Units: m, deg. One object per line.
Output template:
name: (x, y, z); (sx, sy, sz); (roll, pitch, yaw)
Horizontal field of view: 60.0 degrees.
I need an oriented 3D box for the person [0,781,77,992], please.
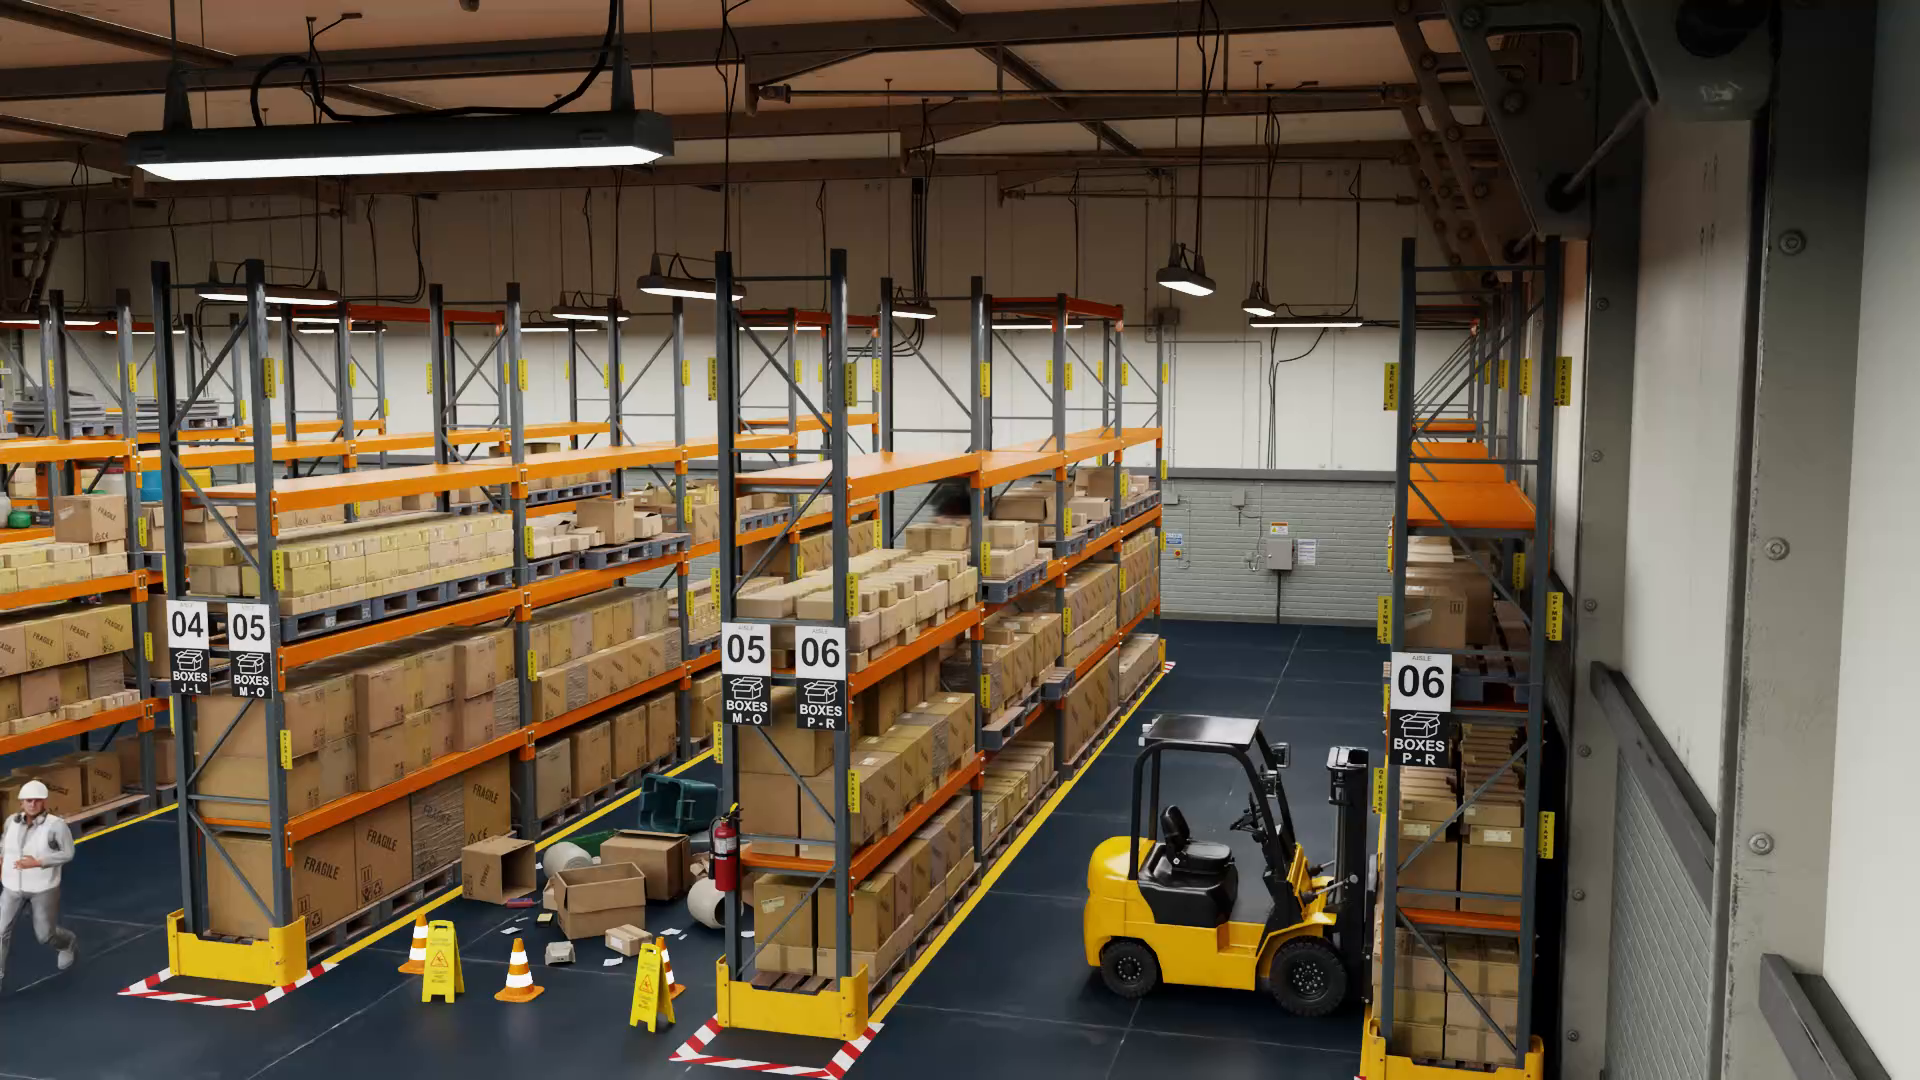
person: (-7.641, 2.855, 13.729); (0.671, 1.762, 0.945); (0, 6, -4)
